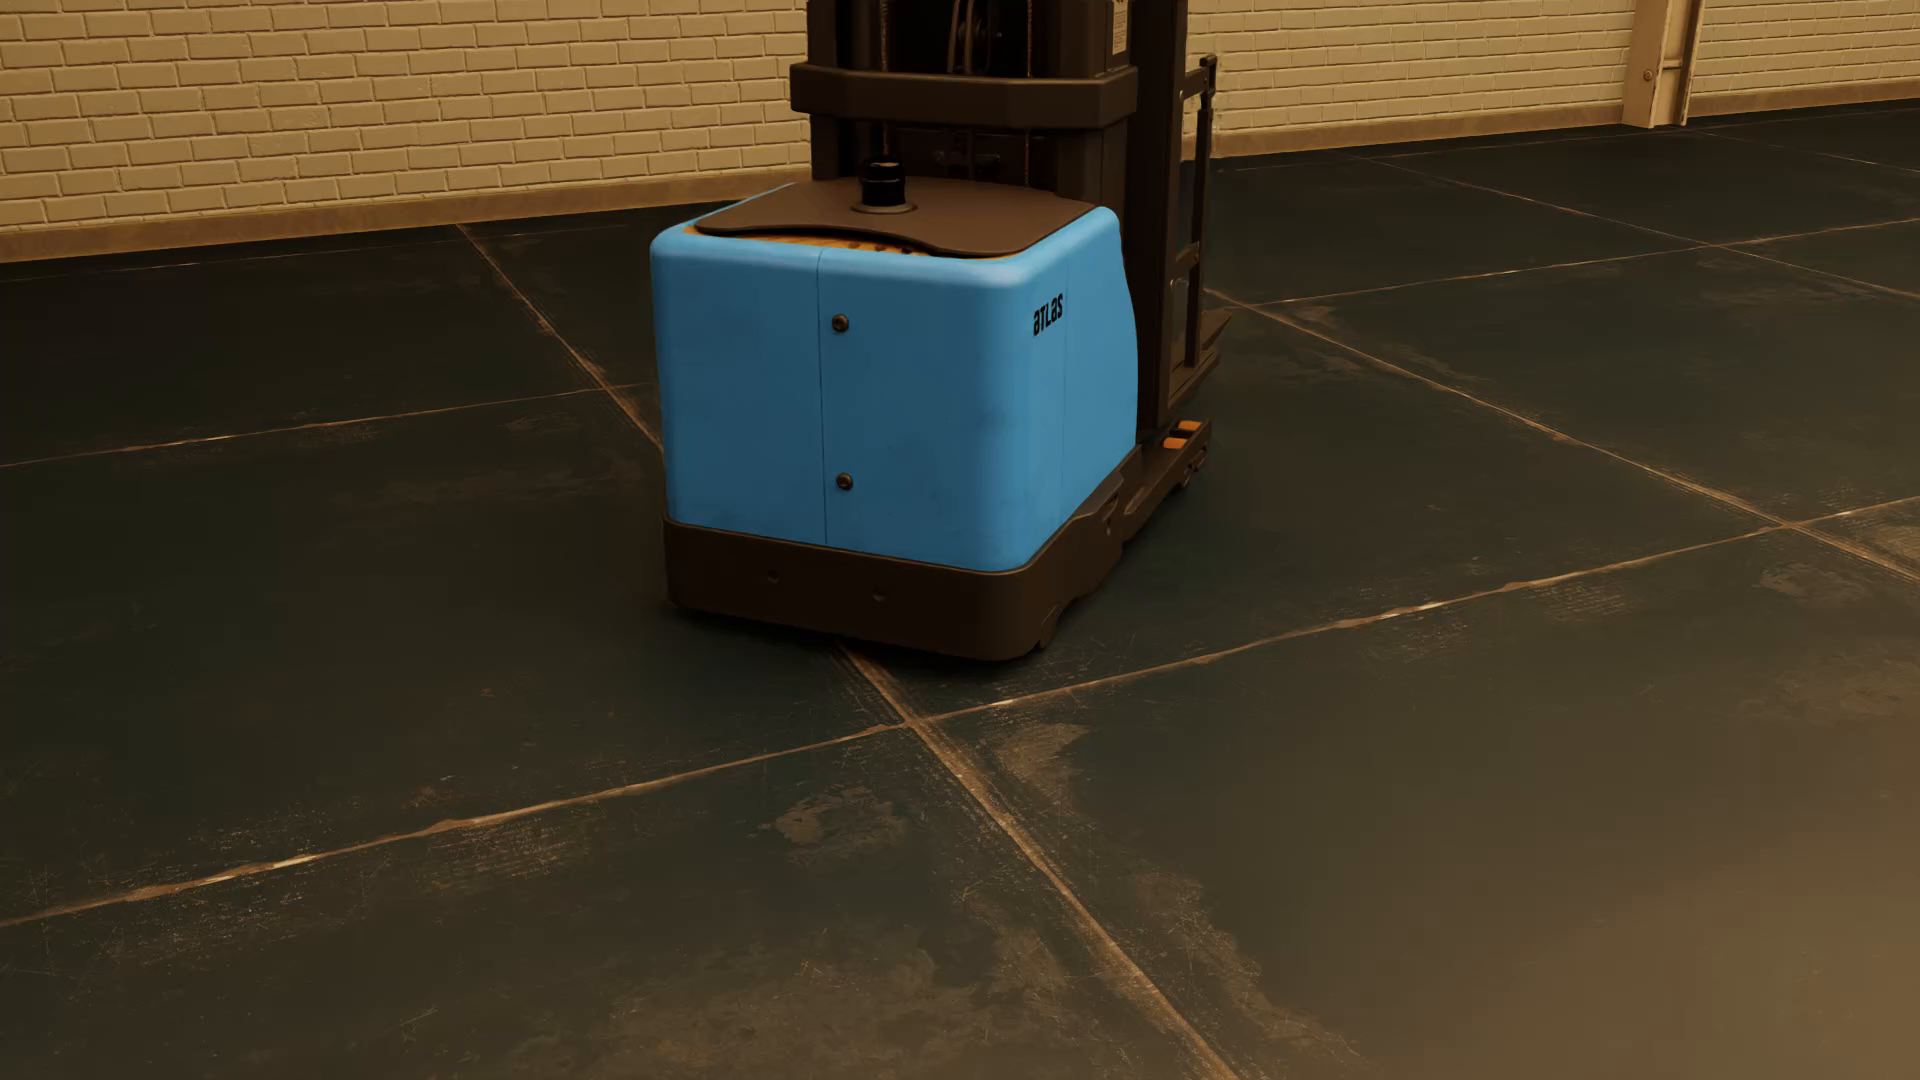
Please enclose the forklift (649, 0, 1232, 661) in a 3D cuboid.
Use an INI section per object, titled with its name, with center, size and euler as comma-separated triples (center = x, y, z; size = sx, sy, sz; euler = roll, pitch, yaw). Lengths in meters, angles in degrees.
[forklift]
center = 0.220, -1.583, 5.096
size = 1.130, 2.935, 3.031
euler = 9, 24, 20
